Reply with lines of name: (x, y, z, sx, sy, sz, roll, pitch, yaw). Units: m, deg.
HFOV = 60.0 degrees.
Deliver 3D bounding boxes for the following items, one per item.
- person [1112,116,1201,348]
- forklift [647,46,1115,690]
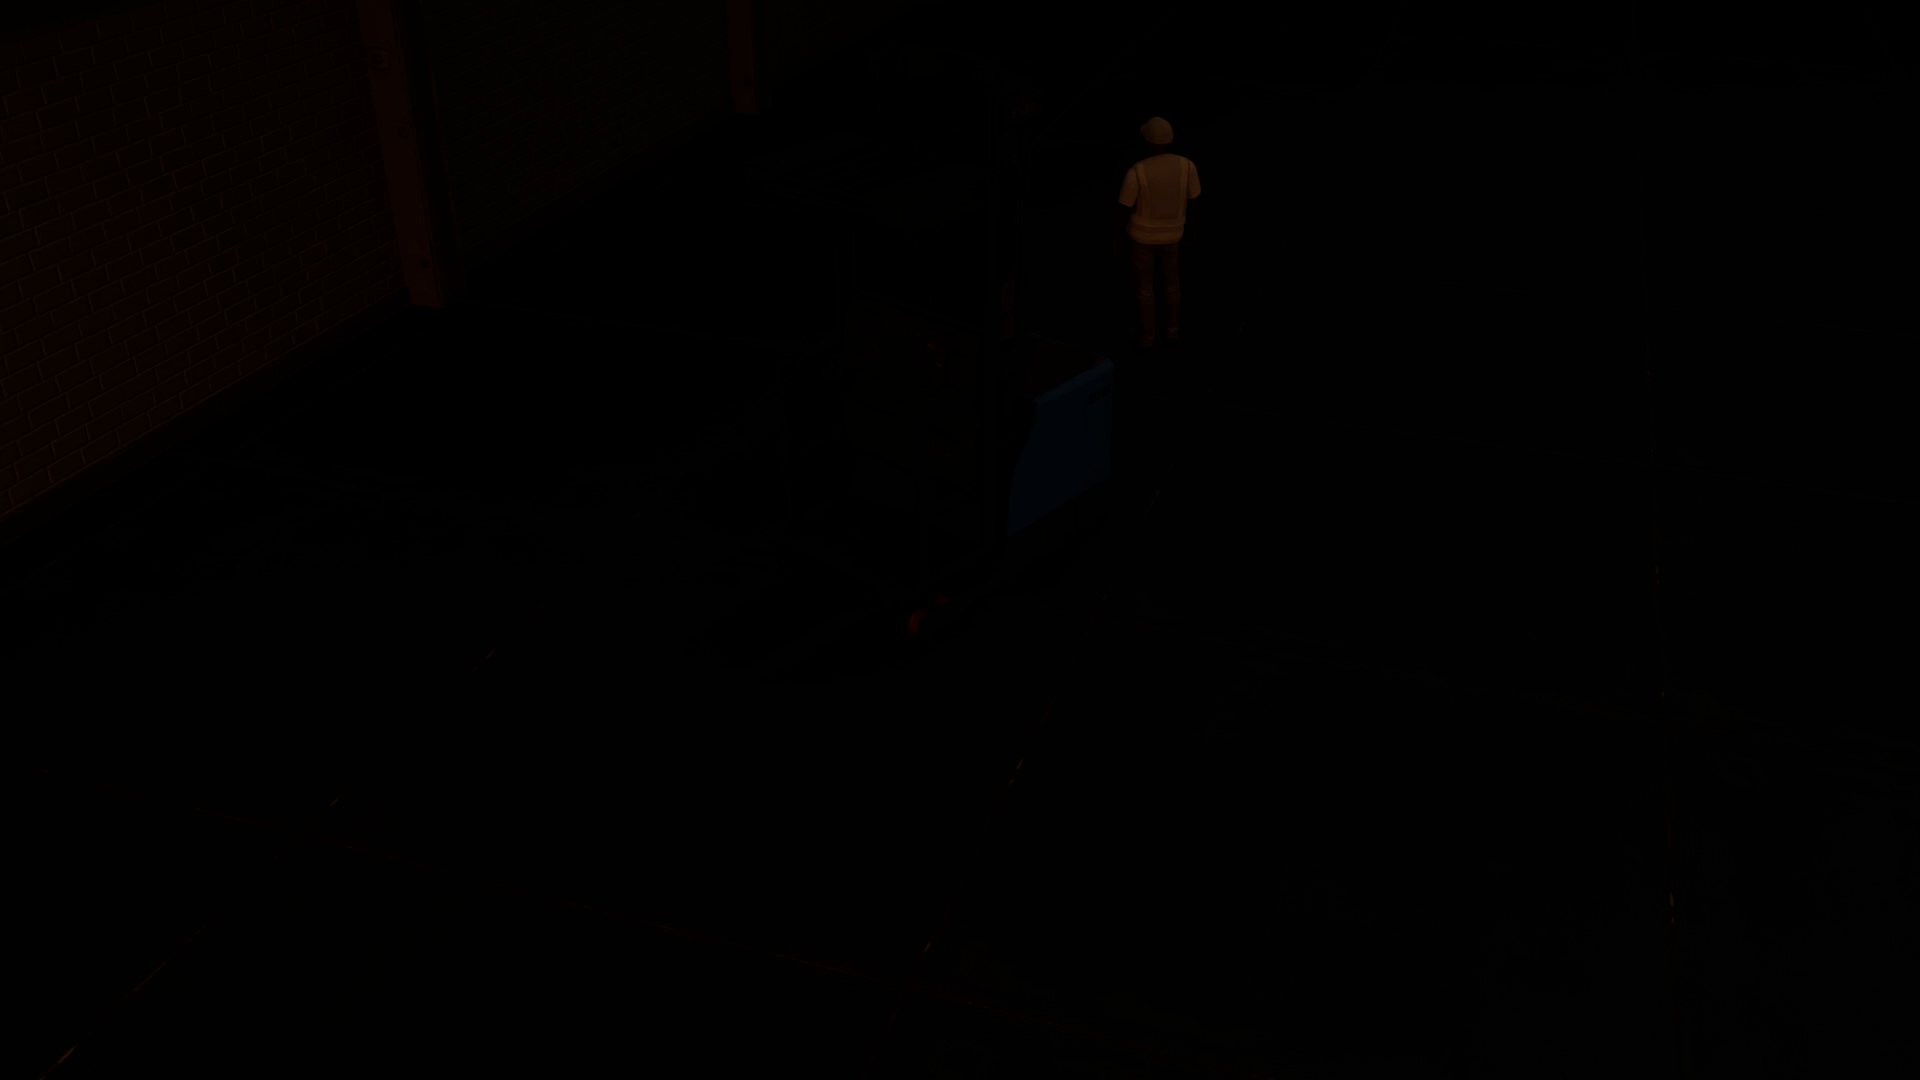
person: (1.424, -2.290, 12.315, 0.669, 1.767, 0.572, -6, 30, -10)
forklift: (-0.406, -1.009, 8.907, 1.130, 2.935, 3.031, 23, 37, 34)
